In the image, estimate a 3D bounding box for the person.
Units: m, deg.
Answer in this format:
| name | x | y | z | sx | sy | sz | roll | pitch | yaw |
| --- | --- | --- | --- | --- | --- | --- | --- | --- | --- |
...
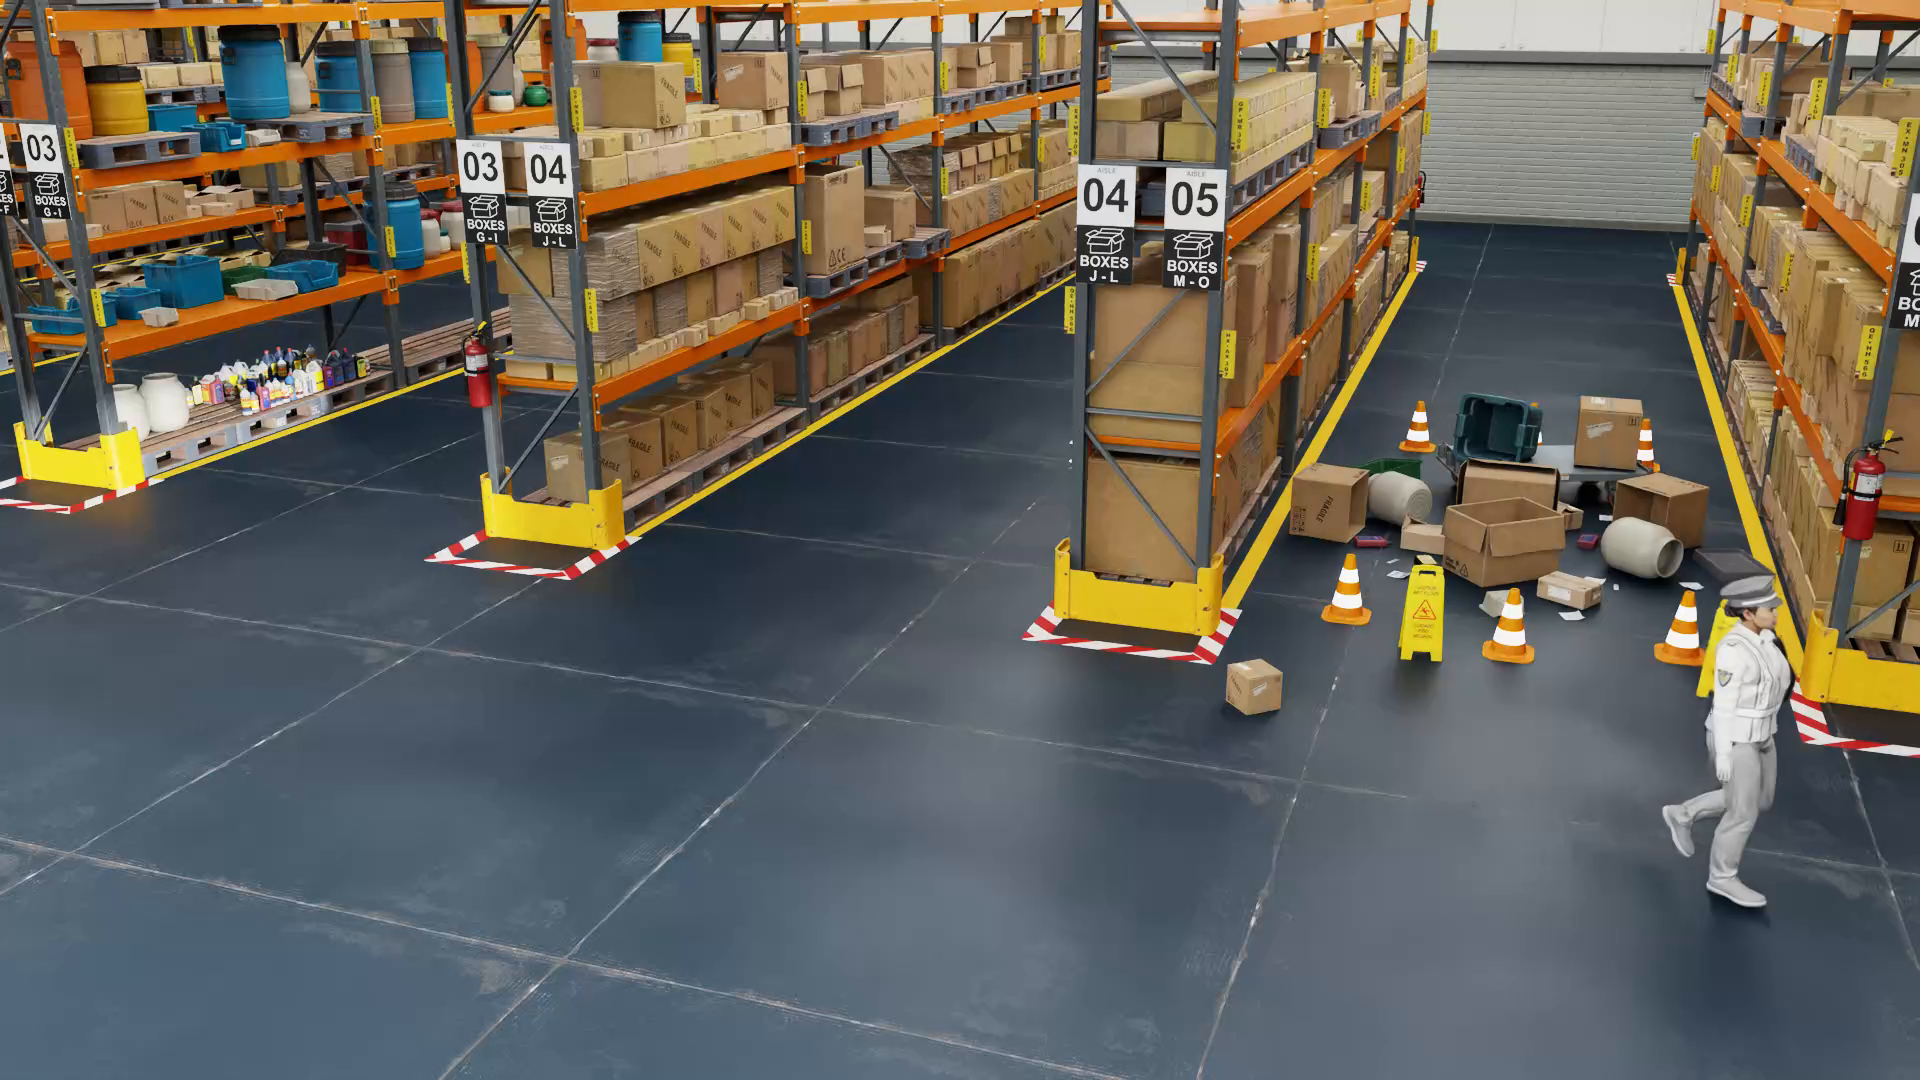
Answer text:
| name | x | y | z | sx | sy | sz | roll | pitch | yaw |
| --- | --- | --- | --- | --- | --- | --- | --- | --- | --- |
| person | 3.800 | 0.946 | 8.178 | 0.598 | 1.675 | 0.482 | 17 | 25 | 41 |
